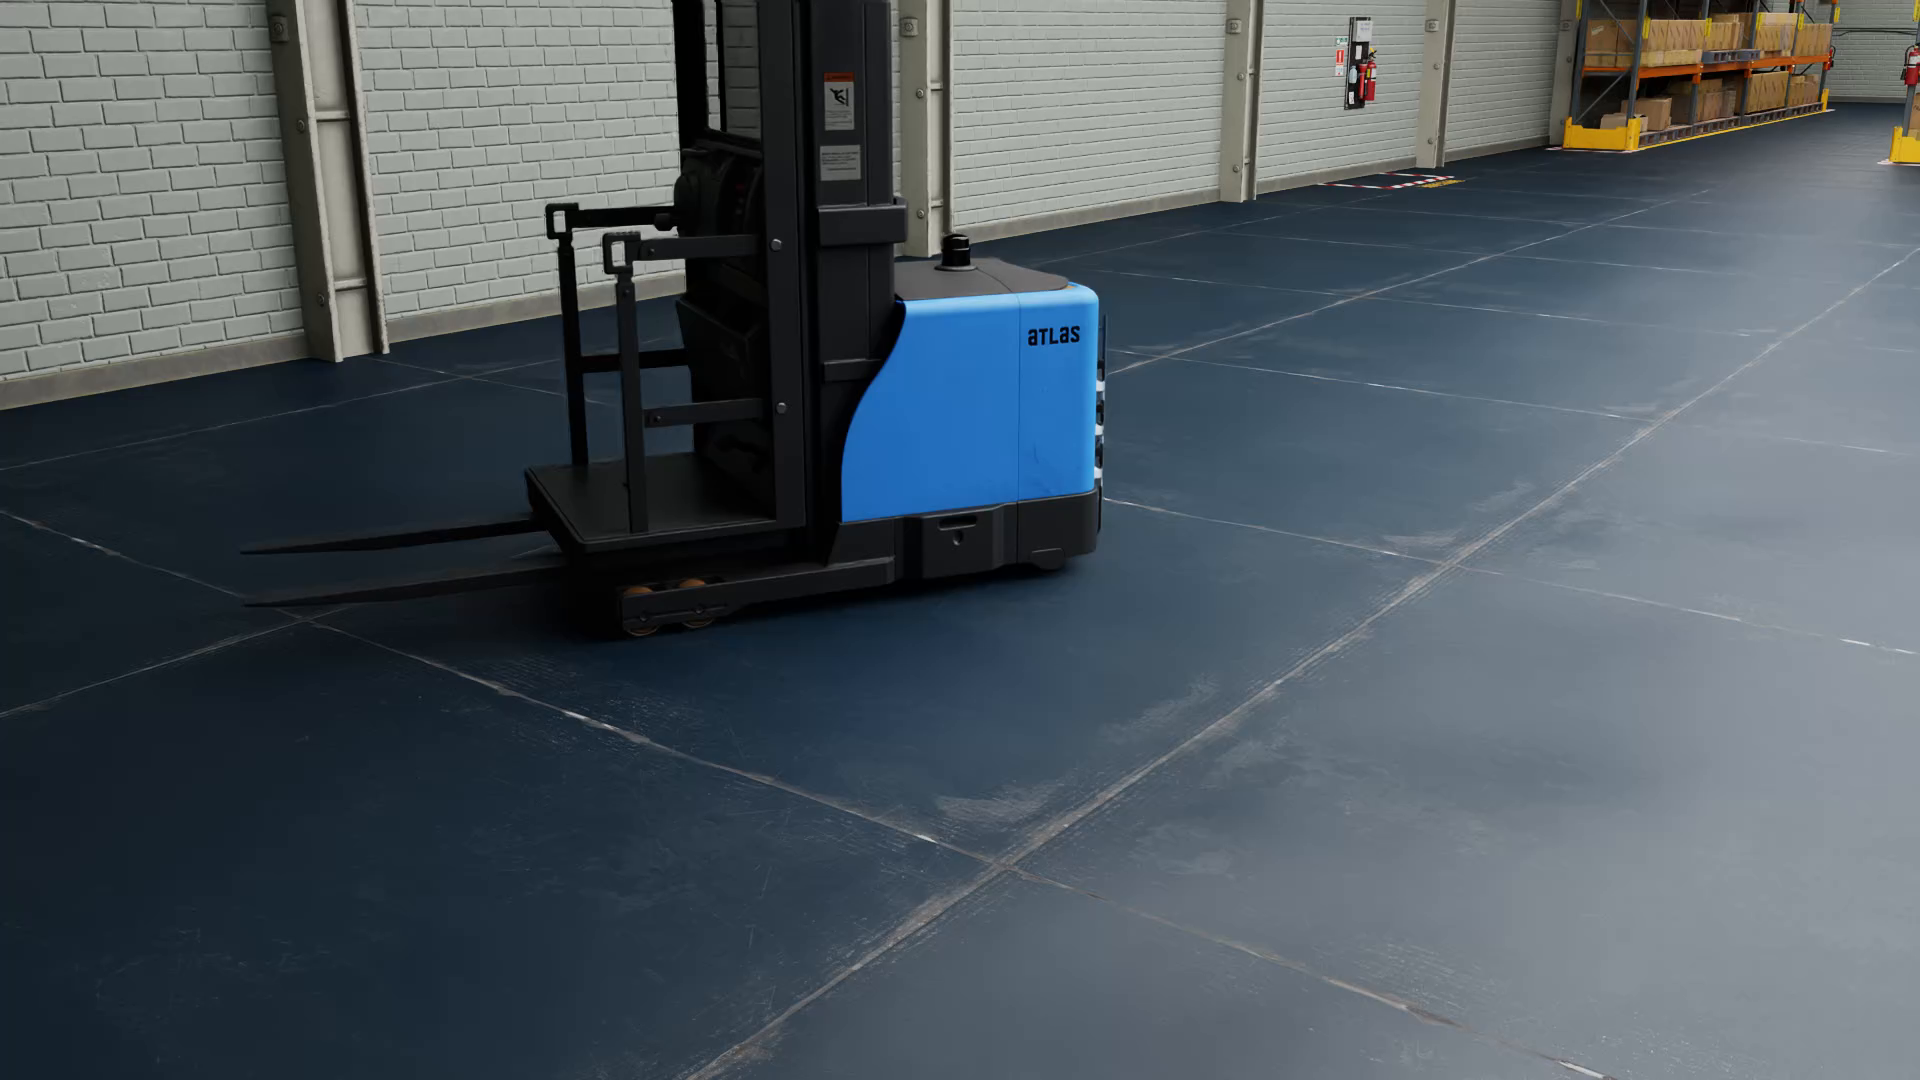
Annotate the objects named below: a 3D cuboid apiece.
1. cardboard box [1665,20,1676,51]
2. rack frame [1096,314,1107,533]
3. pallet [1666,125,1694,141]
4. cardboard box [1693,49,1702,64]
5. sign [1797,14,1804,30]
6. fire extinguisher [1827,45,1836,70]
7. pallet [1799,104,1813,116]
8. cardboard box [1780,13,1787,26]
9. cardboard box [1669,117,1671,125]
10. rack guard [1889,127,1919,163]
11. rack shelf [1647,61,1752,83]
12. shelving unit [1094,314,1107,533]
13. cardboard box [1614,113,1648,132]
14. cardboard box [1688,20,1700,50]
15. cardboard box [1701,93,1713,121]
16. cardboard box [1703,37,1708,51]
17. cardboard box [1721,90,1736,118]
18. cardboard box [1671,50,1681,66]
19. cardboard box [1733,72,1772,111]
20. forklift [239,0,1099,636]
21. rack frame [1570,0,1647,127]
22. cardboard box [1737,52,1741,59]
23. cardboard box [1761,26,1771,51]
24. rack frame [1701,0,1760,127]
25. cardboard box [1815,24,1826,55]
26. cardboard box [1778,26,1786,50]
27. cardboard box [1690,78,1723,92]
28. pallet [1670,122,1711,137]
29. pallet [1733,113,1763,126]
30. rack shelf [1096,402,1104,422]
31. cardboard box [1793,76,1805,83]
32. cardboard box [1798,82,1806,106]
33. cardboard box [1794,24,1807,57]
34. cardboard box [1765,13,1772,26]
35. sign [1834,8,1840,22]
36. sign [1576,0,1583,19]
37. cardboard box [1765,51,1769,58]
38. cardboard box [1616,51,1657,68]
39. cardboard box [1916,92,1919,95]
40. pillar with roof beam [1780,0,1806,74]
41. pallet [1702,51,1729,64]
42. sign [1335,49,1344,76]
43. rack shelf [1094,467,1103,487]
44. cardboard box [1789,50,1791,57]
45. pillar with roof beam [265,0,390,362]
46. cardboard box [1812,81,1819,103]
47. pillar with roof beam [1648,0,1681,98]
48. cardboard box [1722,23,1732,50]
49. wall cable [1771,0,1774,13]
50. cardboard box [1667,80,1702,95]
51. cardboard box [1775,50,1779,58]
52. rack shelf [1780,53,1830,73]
[{"bbox_3d":[11.851,-8.597,28.324,0.500,0.500,0.500,12,21,33],"label":"cardboard box"},{"bbox_3d":[0.530,-0.492,6.810,0.006,0.900,0.240,-7,19,-23],"label":"rack frame"},{"bbox_3d":[12.722,-7.457,30.401,1.003,0.211,1.213,12,21,35],"label":"pallet"},{"bbox_3d":[13.055,-8.727,30.007,0.500,0.250,0.500,12,21,35],"label":"cardboard box"},{"bbox_3d":[18.302,-11.282,36.198,0.100,0.325,0.005,12,21,35],"label":"sign"},{"bbox_3d":[20.704,-11.553,39.647,0.296,0.674,0.183,12,21,35],"label":"fire extinguisher"},{"bbox_3d":[19.102,-9.988,38.551,1.003,0.211,1.213,12,21,35],"label":"pallet"},{"bbox_3d":[17.171,-11.020,35.204,0.500,0.250,0.500,13,21,36],"label":"cardboard box"},{"bbox_3d":[12.799,-7.679,30.451,0.380,0.166,0.250,9,20,28],"label":"cardboard box"},{"bbox_3d":[14.676,-5.928,24.992,1.175,0.500,0.348,12,21,35],"label":"rack guard"},{"bbox_3d":[14.285,-9.088,32.164,1.077,0.370,4.000,12,21,35],"label":"rack shelf"},{"bbox_3d":[0.437,-0.480,6.771,0.210,0.900,0.258,-7,19,-23],"label":"shelving unit"},{"bbox_3d":[11.534,-7.213,28.705,0.500,0.311,0.500,15,22,39],"label":"cardboard box"},{"bbox_3d":[12.767,-8.964,29.506,0.500,0.500,0.500,12,21,34],"label":"cardboard box"},{"bbox_3d":[14.123,-8.396,32.196,0.700,0.500,0.500,13,21,35],"label":"cardboard box"},{"bbox_3d":[13.424,-9.328,30.814,0.700,0.500,0.500,12,21,35],"label":"cardboard box"},{"bbox_3d":[15.090,-8.743,33.315,0.700,0.500,0.500,13,21,35],"label":"cardboard box"},{"bbox_3d":[12.165,-8.367,28.848,0.500,0.250,0.500,13,21,35],"label":"cardboard box"},{"bbox_3d":[16.547,-9.441,35.005,0.750,0.750,0.750,12,21,34],"label":"cardboard box"},{"bbox_3d":[-1.039,-1.249,5.824,3.031,2.935,1.130,-7,19,-23],"label":"forklift"},{"bbox_3d":[10.710,-8.002,27.455,1.000,3.000,0.127,12,21,35],"label":"rack frame"},{"bbox_3d":[15.859,-9.835,33.746,0.380,0.149,0.250,12,21,34],"label":"cardboard box"},{"bbox_3d":[16.291,-10.301,34.152,0.500,0.500,0.500,13,22,36],"label":"cardboard box"},{"bbox_3d":[15.477,-9.908,33.591,1.000,3.000,0.127,12,21,35],"label":"rack frame"},{"bbox_3d":[19.523,-11.658,38.721,0.980,0.700,0.700,12,21,34],"label":"cardboard box"},{"bbox_3d":[17.185,-10.664,35.322,0.500,0.500,0.500,12,21,35],"label":"cardboard box"},{"bbox_3d":[14.700,-8.977,32.802,0.500,0.250,0.500,13,21,36],"label":"cardboard box"},{"bbox_3d":[13.556,-7.809,31.535,1.003,0.211,1.213,12,21,35],"label":"pallet"},{"bbox_3d":[16.007,-8.751,34.566,1.003,0.211,1.213,12,21,35],"label":"pallet"},{"bbox_3d":[0.437,-0.534,6.754,0.200,0.077,0.258,-7,19,-23],"label":"rack shelf"},{"bbox_3d":[19.049,-10.511,37.946,0.380,0.149,0.250,12,21,33],"label":"cardboard box"},{"bbox_3d":[18.998,-10.268,38.258,0.700,0.500,0.500,13,21,36],"label":"cardboard box"},{"bbox_3d":[18.196,-11.130,37.021,0.980,0.700,0.700,13,21,36],"label":"cardboard box"},{"bbox_3d":[16.274,-10.656,34.032,0.500,0.250,0.500,12,21,34],"label":"cardboard box"},{"bbox_3d":[20.671,-12.380,39.200,0.100,0.325,0.005,12,21,35],"label":"sign"},{"bbox_3d":[10.276,-8.809,27.568,0.100,0.325,0.005,12,21,35],"label":"sign"},{"bbox_3d":[16.764,-10.202,34.929,0.380,0.149,0.250,13,21,35],"label":"cardboard box"},{"bbox_3d":[11.256,-8.000,27.668,0.500,0.250,0.500,12,21,33],"label":"cardboard box"},{"bbox_3d":[15.355,-6.795,26.229,0.500,0.500,0.500,12,21,35],"label":"cardboard box"},{"bbox_3d":[24.615,-14.713,38.950,9.100,9.000,0.400,12,21,35],"label":"pillar with roof beam"},{"bbox_3d":[13.666,-9.020,31.055,1.003,0.211,1.213,12,21,35],"label":"pallet"},{"bbox_3d":[4.942,-6.215,21.638,0.001,0.329,0.234,12,21,35],"label":"sign"},{"bbox_3d":[0.437,-0.276,6.834,0.200,0.077,0.258,-7,19,-23],"label":"rack shelf"},{"bbox_3d":[17.886,-10.620,36.273,0.380,0.149,0.250,13,21,35],"label":"cardboard box"},{"bbox_3d":[-0.410,-4.710,6.737,9.100,9.000,0.400,12,21,35],"label":"pillar with roof beam"},{"bbox_3d":[19.907,-10.636,39.441,0.700,0.500,0.500,12,21,35],"label":"cardboard box"},{"bbox_3d":[17.465,-11.855,29.747,9.100,9.000,0.400,12,21,35],"label":"pillar with roof beam"},{"bbox_3d":[14.480,-9.751,32.176,0.700,0.500,0.500,12,21,35],"label":"cardboard box"},{"bbox_3d":[20.247,-12.771,41.096,0.084,1.984,1.851,12,21,35],"label":"wall cable"},{"bbox_3d":[13.778,-8.613,31.631,0.500,0.250,0.500,12,21,34],"label":"cardboard box"},{"bbox_3d":[17.255,-10.382,35.507,0.380,0.149,0.250,12,21,35],"label":"cardboard box"},{"bbox_3d":[19.052,-10.993,38.300,1.077,0.370,4.000,12,21,35],"label":"rack shelf"}]
